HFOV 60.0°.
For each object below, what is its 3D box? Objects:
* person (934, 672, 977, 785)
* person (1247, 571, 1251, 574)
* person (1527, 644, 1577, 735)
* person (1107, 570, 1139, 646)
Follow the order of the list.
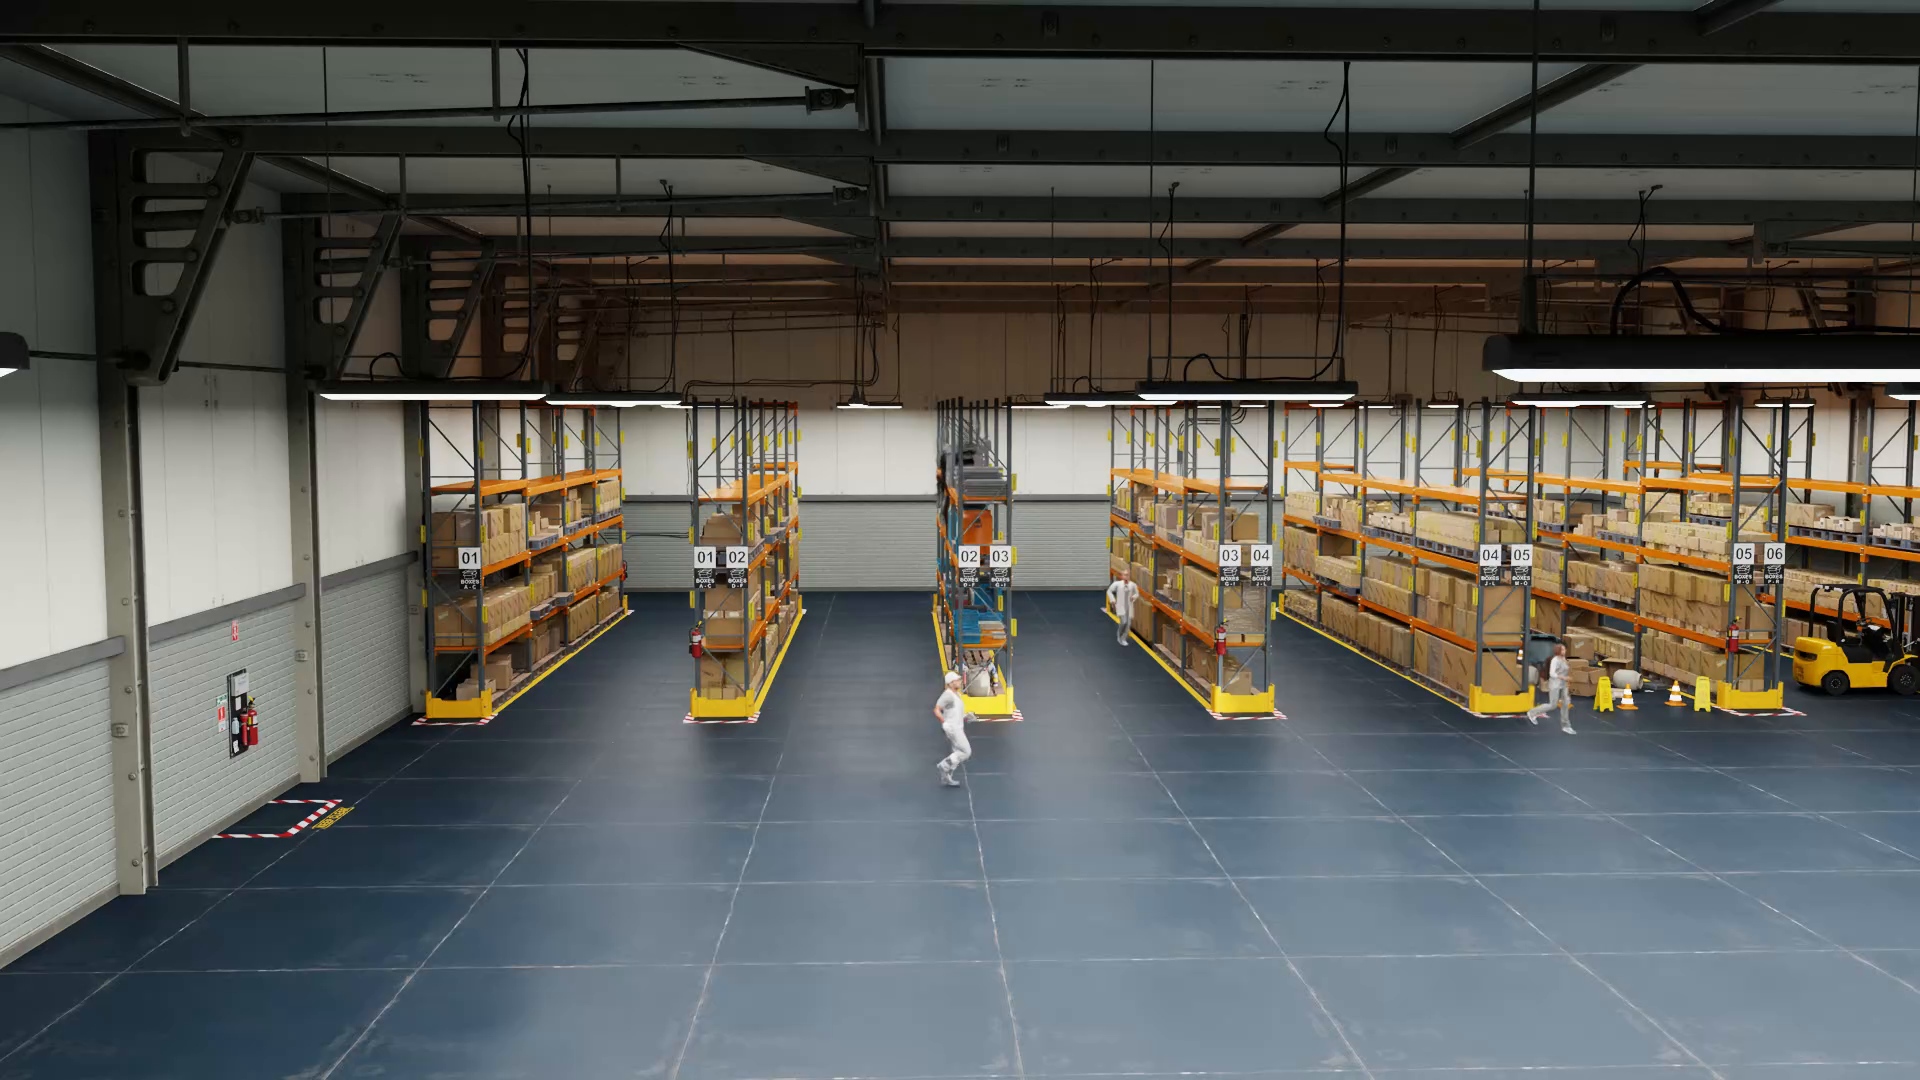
[{"bbox_3d":[-0.045,2.885,25.396,0.578,1.741,0.653,1,5,14],"label":"person"},{"bbox_3d":[8.125,1.348,45.324,0.659,1.773,1.137,0,4,1],"label":"person"},{"bbox_3d":[10.626,2.639,29.721,0.859,1.598,0.550,4,6,44],"label":"person"},{"bbox_3d":[3.823,1.582,38.528,0.708,1.747,0.611,-1,5,-13],"label":"person"}]
